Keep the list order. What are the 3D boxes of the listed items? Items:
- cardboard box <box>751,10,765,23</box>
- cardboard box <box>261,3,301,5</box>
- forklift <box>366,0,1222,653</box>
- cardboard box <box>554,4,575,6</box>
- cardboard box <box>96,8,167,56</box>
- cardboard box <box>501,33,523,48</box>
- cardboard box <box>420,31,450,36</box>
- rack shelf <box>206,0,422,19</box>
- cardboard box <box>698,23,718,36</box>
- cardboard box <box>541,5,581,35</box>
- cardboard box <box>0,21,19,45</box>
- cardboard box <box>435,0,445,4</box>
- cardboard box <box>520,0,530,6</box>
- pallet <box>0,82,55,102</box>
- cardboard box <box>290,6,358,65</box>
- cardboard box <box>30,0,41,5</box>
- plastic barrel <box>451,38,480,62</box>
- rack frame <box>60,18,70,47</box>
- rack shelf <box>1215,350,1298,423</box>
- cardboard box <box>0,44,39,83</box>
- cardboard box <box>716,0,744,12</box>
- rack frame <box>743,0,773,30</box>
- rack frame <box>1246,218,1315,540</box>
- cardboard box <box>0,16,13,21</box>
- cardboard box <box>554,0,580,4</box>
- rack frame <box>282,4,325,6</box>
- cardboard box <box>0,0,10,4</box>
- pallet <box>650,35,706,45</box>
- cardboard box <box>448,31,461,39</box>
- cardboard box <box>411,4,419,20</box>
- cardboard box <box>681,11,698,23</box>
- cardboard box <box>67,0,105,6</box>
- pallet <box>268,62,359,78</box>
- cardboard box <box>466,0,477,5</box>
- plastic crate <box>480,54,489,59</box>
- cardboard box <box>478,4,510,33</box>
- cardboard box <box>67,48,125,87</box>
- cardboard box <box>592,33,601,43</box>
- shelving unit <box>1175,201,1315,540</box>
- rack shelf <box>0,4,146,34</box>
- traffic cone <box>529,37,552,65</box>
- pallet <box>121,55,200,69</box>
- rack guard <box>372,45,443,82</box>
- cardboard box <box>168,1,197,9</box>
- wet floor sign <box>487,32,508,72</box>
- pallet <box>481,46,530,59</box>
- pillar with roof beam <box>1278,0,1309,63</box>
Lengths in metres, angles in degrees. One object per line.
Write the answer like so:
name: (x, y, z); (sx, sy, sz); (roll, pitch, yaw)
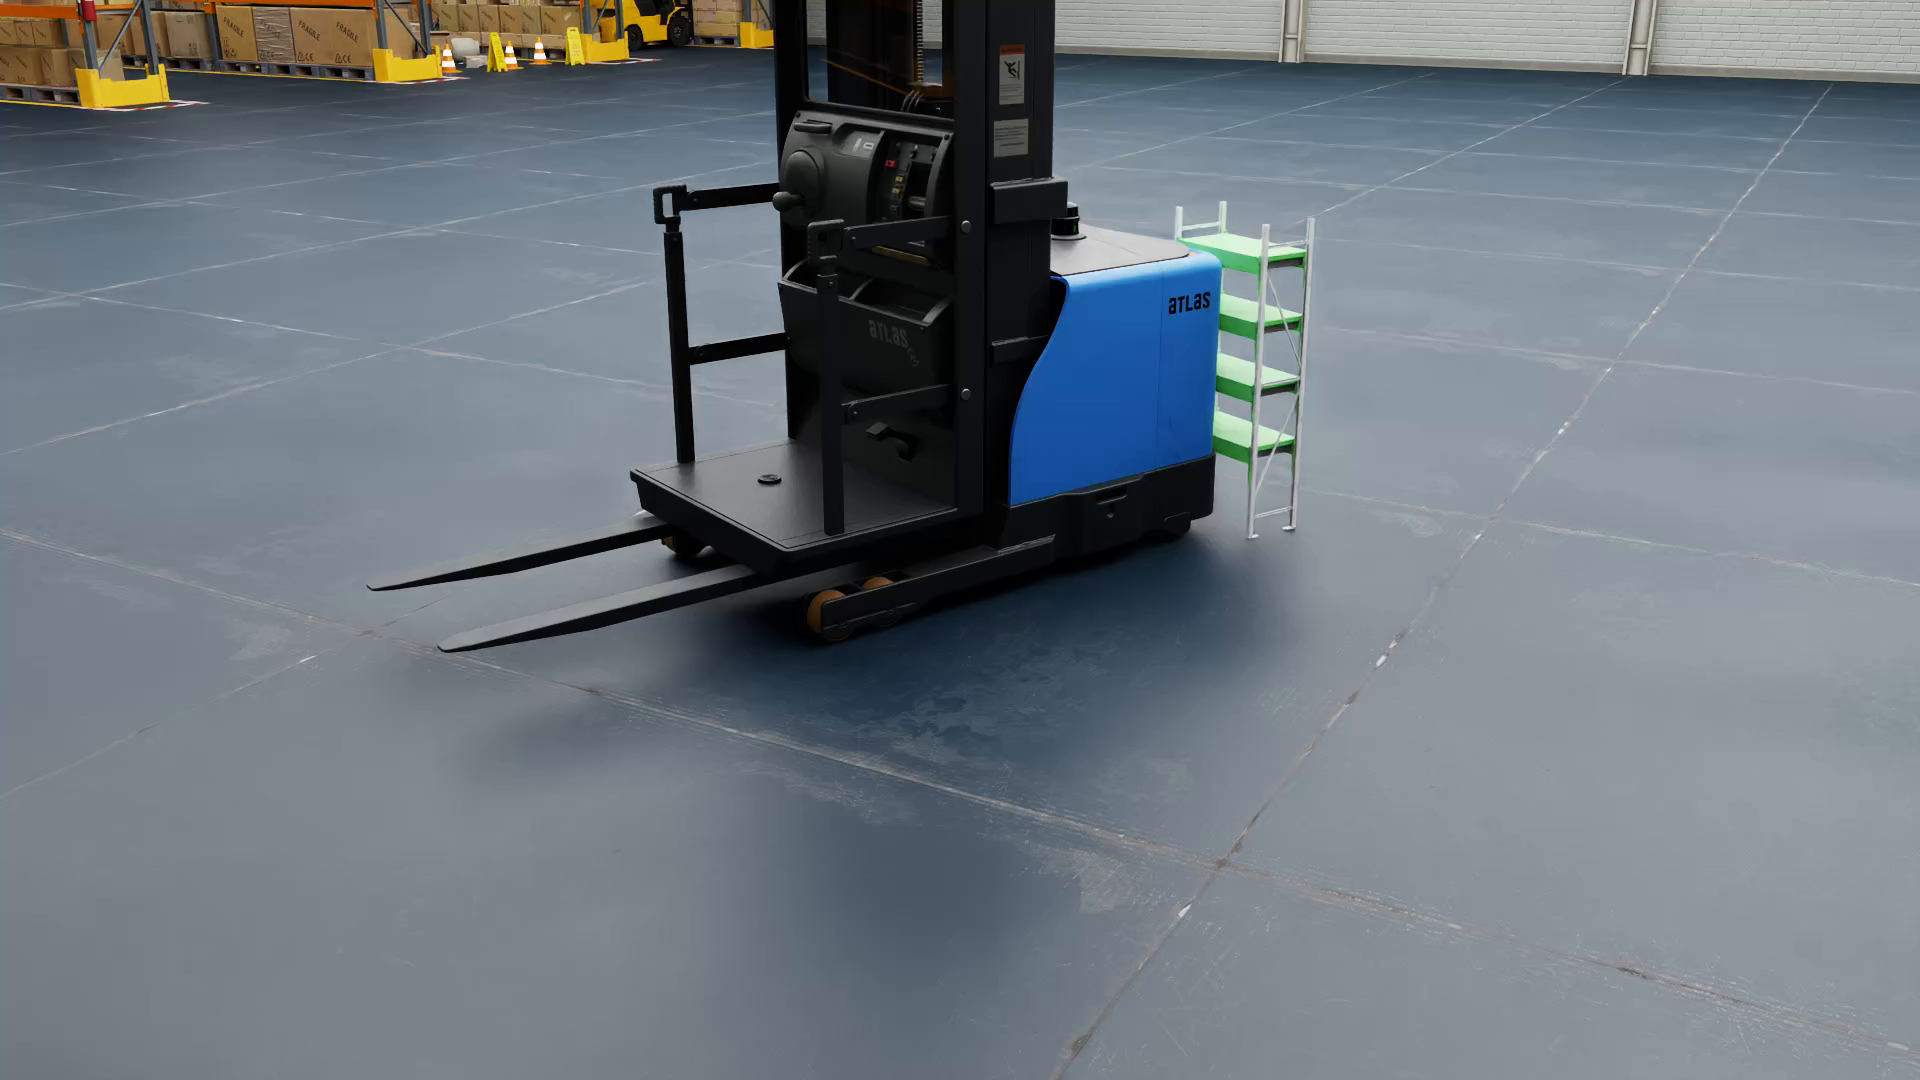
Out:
cardboard box: (-4.500, -11.125, 35.319); (0.500, 0.250, 0.500); (11, 23, 28)
cardboard box: (-14.155, -11.035, 34.889); (0.875, 0.875, 0.875); (11, 22, 27)
forklift: (-0.495, -1.249, 5.510); (3.031, 2.935, 1.130); (-15, 25, -35)
cardboard box: (-7.657, -9.930, 31.658); (0.500, 0.500, 0.500); (10, 22, 25)
cardboard box: (-14.666, -9.074, 29.665); (0.750, 0.750, 1.050); (11, 23, 28)
cardboard box: (-8.353, -9.500, 31.572); (0.500, 0.250, 0.500); (10, 22, 25)
cardboard box: (-9.829, -9.275, 31.197); (0.500, 0.500, 0.500); (-7, 21, -20)
rack shelf: (-10.680, -8.871, 27.476); (4.000, 0.370, 1.077); (11, 23, 27)
cardboard box: (-5.185, -10.820, 35.210); (0.500, 0.250, 0.500); (11, 23, 27)
cardboard box: (-7.435, -9.680, 30.968); (0.500, 0.500, 0.500); (11, 23, 28)
cardboard box: (-17.541, -9.431, 31.016); (0.500, 0.500, 0.500); (10, 22, 25)
cardboard box: (-11.983, -12.546, 38.651); (0.250, 0.149, 0.380); (10, 22, 25)
cardboard box: (-8.006, -10.069, 31.089); (0.250, 0.149, 0.380); (11, 23, 28)
pallet: (-13.261, -6.467, 23.884); (1.213, 0.211, 1.003); (11, 23, 27)
cardboard box: (-10.328, -8.314, 27.386); (0.875, 0.875, 0.875); (10, 22, 26)
cardboard box: (-12.463, -7.399, 22.731); (0.250, 0.149, 0.380); (11, 23, 27)
plastic barrel: (-9.150, -9.049, 30.689); (0.512, 0.421, 0.421); (-7, 21, -20)
rack frame: (-15.918, -10.207, 30.104); (0.127, 3.000, 1.000); (11, 23, 27)
rack shelf: (1.067, -0.600, 6.441); (0.258, 0.148, 0.480); (-13, 24, -30)
cardboard box: (-13.520, -6.853, 23.908); (0.500, 0.500, 0.500); (9, 22, 23)
cardboard box: (-4.745, -11.204, 34.803); (0.500, 0.250, 0.500); (12, 23, 29)
rack frame: (-4.191, -11.845, 34.621); (0.127, 3.000, 1.000); (11, 23, 27)
rack frame: (1.196, -0.589, 6.225); (0.240, 1.200, 0.015); (-13, 24, -30)
cardboard box: (-17.525, -9.787, 30.898); (0.500, 0.250, 0.500); (11, 23, 29)
cardboard box: (-8.818, -11.806, 37.380); (0.625, 0.625, 0.875); (11, 22, 27)
rack frame: (-13.592, -11.697, 34.213); (0.127, 3.000, 1.000); (11, 23, 27)
cardboard box: (-13.152, -7.503, 23.018); (0.250, 0.149, 0.380); (11, 23, 27)
pallet: (-5.940, -10.852, 35.973); (1.213, 0.211, 1.003); (11, 23, 27)
cardboard box: (-9.717, -9.758, 32.284); (0.500, 0.250, 0.500); (10, 22, 25)
cardboard box: (-12.539, -12.377, 39.136); (0.500, 0.500, 0.500); (12, 23, 30)
cardboard box: (-5.662, -11.139, 35.358); (0.500, 0.250, 0.500); (10, 22, 26)
cardboard box: (-11.791, -7.284, 22.416); (0.250, 0.149, 0.380); (11, 23, 27)
pallet: (-10.731, -7.878, 27.775); (1.213, 0.211, 1.003); (11, 23, 27)
cardboard box: (-9.188, -10.292, 31.705); (0.250, 0.149, 0.380); (12, 23, 29)
plastic crate: (-9.130, -9.154, 31.484); (0.583, 0.080, 0.402); (3, 20, 9)
cardboard box: (-8.792, -9.939, 31.682); (0.500, 0.500, 0.500); (12, 23, 30)
cardboard box: (-11.978, -6.548, 23.067); (0.500, 0.500, 0.500); (16, 25, 37)
cardboard box: (-7.178, -9.488, 31.539); (0.500, 0.250, 0.500); (11, 22, 27)
shelving unit: (1.066, -0.660, 6.419); (0.258, 1.200, 0.503); (-13, 24, -30)
rack shelf: (-13.187, -7.411, 23.452); (4.000, 0.370, 1.077); (11, 23, 27)
traffic cone: (-7.613, -8.862, 30.116); (0.334, 0.463, 0.336); (11, 23, 27)
pallet: (-14.206, -8.539, 29.596); (1.213, 0.211, 1.003); (11, 23, 27)
rack guard: (-8.913, -7.697, 26.852); (0.348, 0.500, 1.175); (11, 23, 27)
cardboard box: (-16.504, -11.482, 36.119); (0.875, 0.875, 0.875); (12, 23, 29)
wet floor sign: (-7.943, -8.354, 28.450); (0.232, 0.644, 0.267); (7, 21, 18)
pallet: (-8.428, -9.417, 32.018); (1.213, 0.211, 1.003); (11, 23, 27)
pillar with roof beam: (4.018, -11.772, 25.622); (0.400, 9.000, 9.100); (11, 23, 27)
